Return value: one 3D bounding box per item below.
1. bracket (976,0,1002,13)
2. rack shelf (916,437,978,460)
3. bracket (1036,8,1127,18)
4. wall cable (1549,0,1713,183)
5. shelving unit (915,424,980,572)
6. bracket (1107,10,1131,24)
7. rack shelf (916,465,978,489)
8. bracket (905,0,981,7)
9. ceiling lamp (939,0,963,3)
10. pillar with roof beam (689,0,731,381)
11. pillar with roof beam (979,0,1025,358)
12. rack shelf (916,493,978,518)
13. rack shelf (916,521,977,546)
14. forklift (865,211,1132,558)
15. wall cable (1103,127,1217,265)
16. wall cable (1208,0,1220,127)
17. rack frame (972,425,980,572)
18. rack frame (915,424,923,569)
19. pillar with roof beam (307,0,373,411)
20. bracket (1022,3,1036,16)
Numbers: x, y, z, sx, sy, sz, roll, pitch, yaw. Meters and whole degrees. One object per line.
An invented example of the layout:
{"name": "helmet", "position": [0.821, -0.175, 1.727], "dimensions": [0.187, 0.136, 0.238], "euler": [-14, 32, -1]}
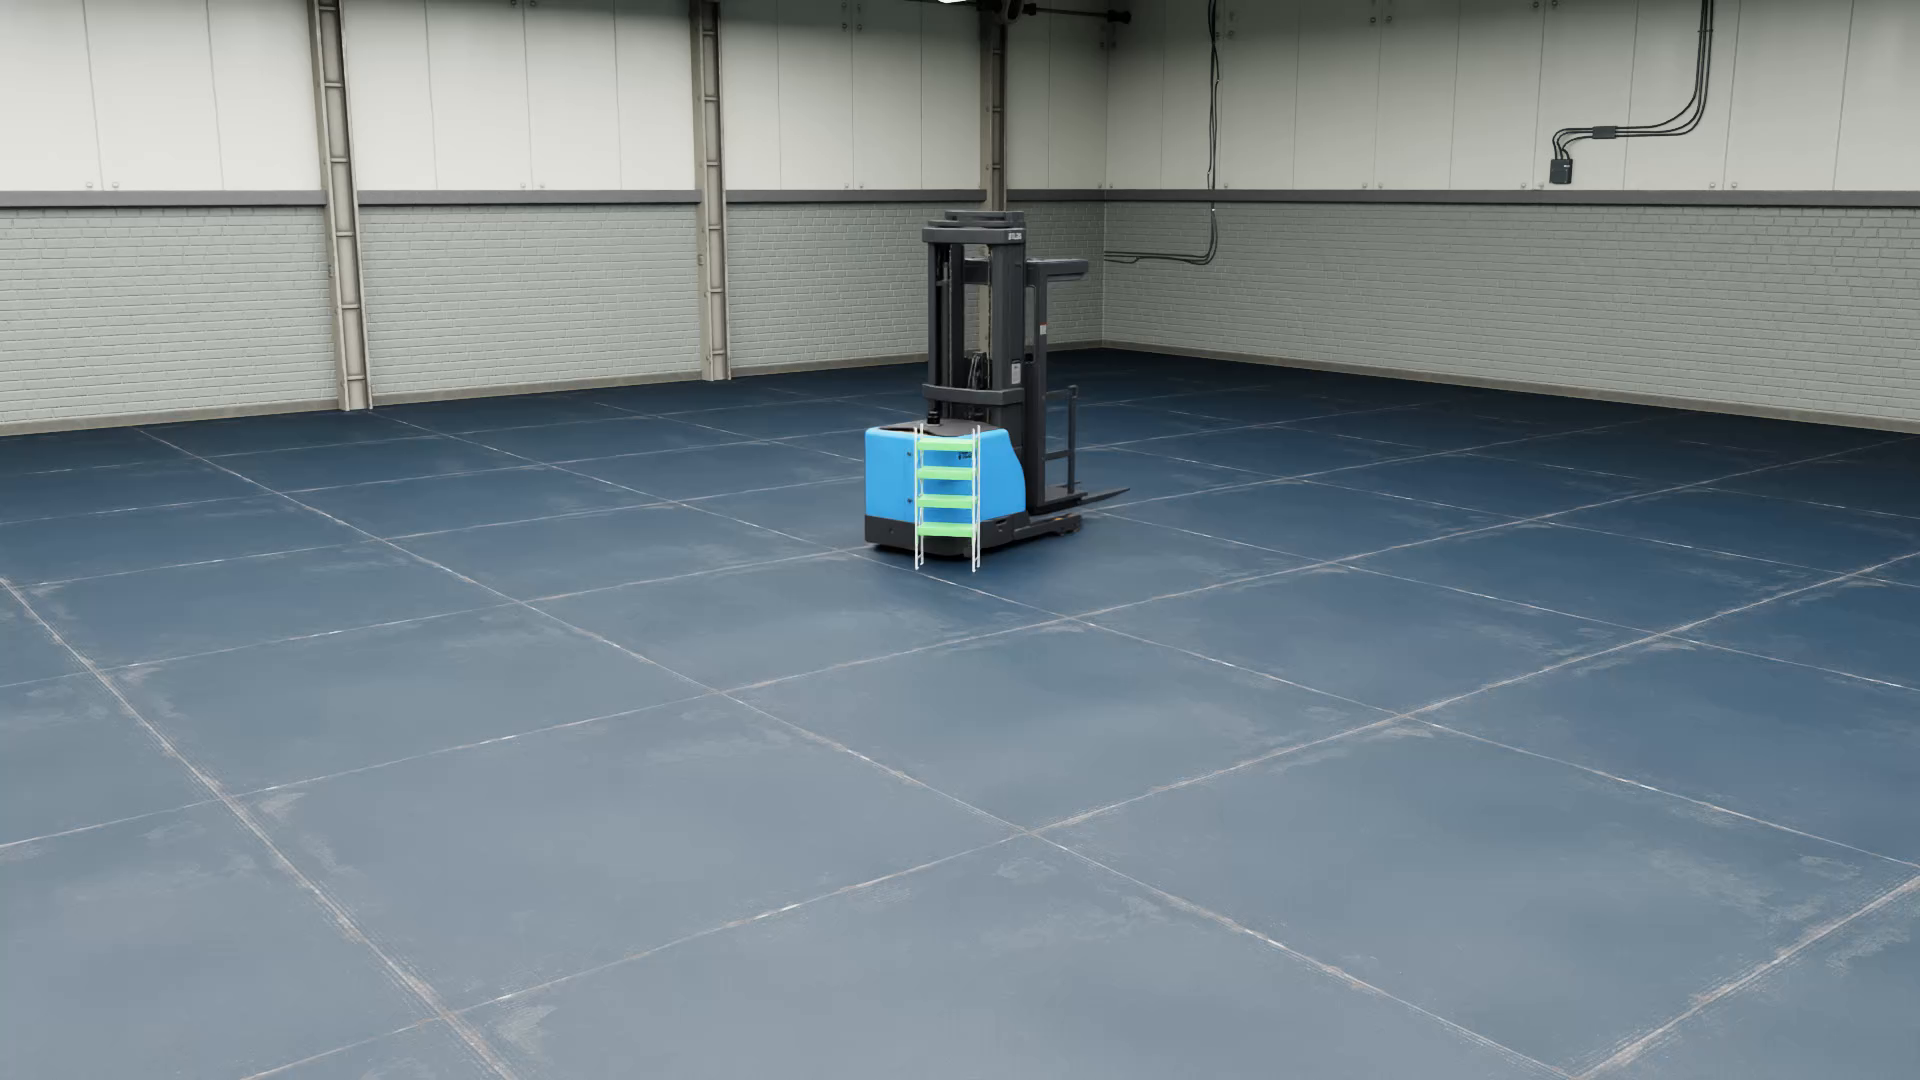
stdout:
{"name": "bracket", "position": [0.512, -9.513, 29.597], "dimensions": [0.430, 0.232, 0.235], "euler": [-9, 15, -38]}
{"name": "rack shelf", "position": [-0.104, -0.762, 13.824], "dimensions": [0.480, 0.148, 0.258], "euler": [2, 12, 11]}
{"name": "bracket", "position": [2.550, -9.851, 31.192], "dimensions": [3.189, 0.066, 0.076], "euler": [-9, 15, -38]}
{"name": "wall cable", "position": [9.659, -8.153, 23.672], "dimensions": [0.169, 6.003, 2.305], "euler": [-9, 15, -38]}
{"name": "shelving unit", "position": [-0.104, -0.355, 13.910], "dimensions": [0.503, 1.200, 0.258], "euler": [2, 12, 11]}
{"name": "bracket", "position": [3.011, -9.928, 31.553], "dimensions": [0.430, 0.232, 0.235], "euler": [-9, 15, -38]}
{"name": "rack shelf", "position": [-0.104, -0.527, 13.874], "dimensions": [0.480, 0.148, 0.258], "euler": [2, 12, 11]}
{"name": "bracket", "position": [-1.500, -9.178, 28.023], "dimensions": [4.783, 0.066, 0.076], "euler": [-9, 15, -38]}
{"name": "ceiling lamp", "position": [0.564, -9.447, 23.900], "dimensions": [0.800, 3.185, 2.000], "euler": [-9, 15, -38]}
{"name": "pillar with roof beam", "position": [-1.381, -6.387, 23.541], "dimensions": [0.548, 9.000, 9.100], "euler": [-9, 15, -38]}
{"name": "pillar with roof beam", "position": [3.304, -7.165, 27.208], "dimensions": [0.548, 9.000, 9.100], "euler": [-9, 15, -38]}
{"name": "rack shelf", "position": [-0.104, -0.292, 13.924], "dimensions": [0.480, 0.148, 0.258], "euler": [2, 12, 11]}
{"name": "rack shelf", "position": [-0.104, -0.057, 13.974], "dimensions": [0.480, 0.148, 0.258], "euler": [2, 12, 11]}
{"name": "forklift", "position": [0.481, -1.533, 15.291], "dimensions": [1.130, 2.935, 3.031], "euler": [10, 15, 39]}
{"name": "wall cable", "position": [3.741, -6.512, 31.609], "dimensions": [0.112, 2.526, 3.097], "euler": [-9, 15, -38]}
{"name": "wall cable", "position": [5.431, -8.544, 29.018], "dimensions": [0.112, 2.526, 3.097], "euler": [-9, 15, -38]}
{"name": "rack frame", "position": [0.135, -0.345, 13.864], "dimensions": [0.015, 1.200, 0.240], "euler": [2, 12, 11]}
{"name": "rack frame", "position": [-0.343, -0.365, 13.957], "dimensions": [0.015, 1.200, 0.240], "euler": [2, 12, 11]}
{"name": "pillar with roof beam", "position": [-6.066, -5.608, 19.875], "dimensions": [0.400, 9.000, 9.100], "euler": [-9, 15, -38]}
{"name": "bracket", "position": [1.161, -9.620, 30.104], "dimensions": [0.430, 0.232, 0.235], "euler": [-9, 15, -38]}
